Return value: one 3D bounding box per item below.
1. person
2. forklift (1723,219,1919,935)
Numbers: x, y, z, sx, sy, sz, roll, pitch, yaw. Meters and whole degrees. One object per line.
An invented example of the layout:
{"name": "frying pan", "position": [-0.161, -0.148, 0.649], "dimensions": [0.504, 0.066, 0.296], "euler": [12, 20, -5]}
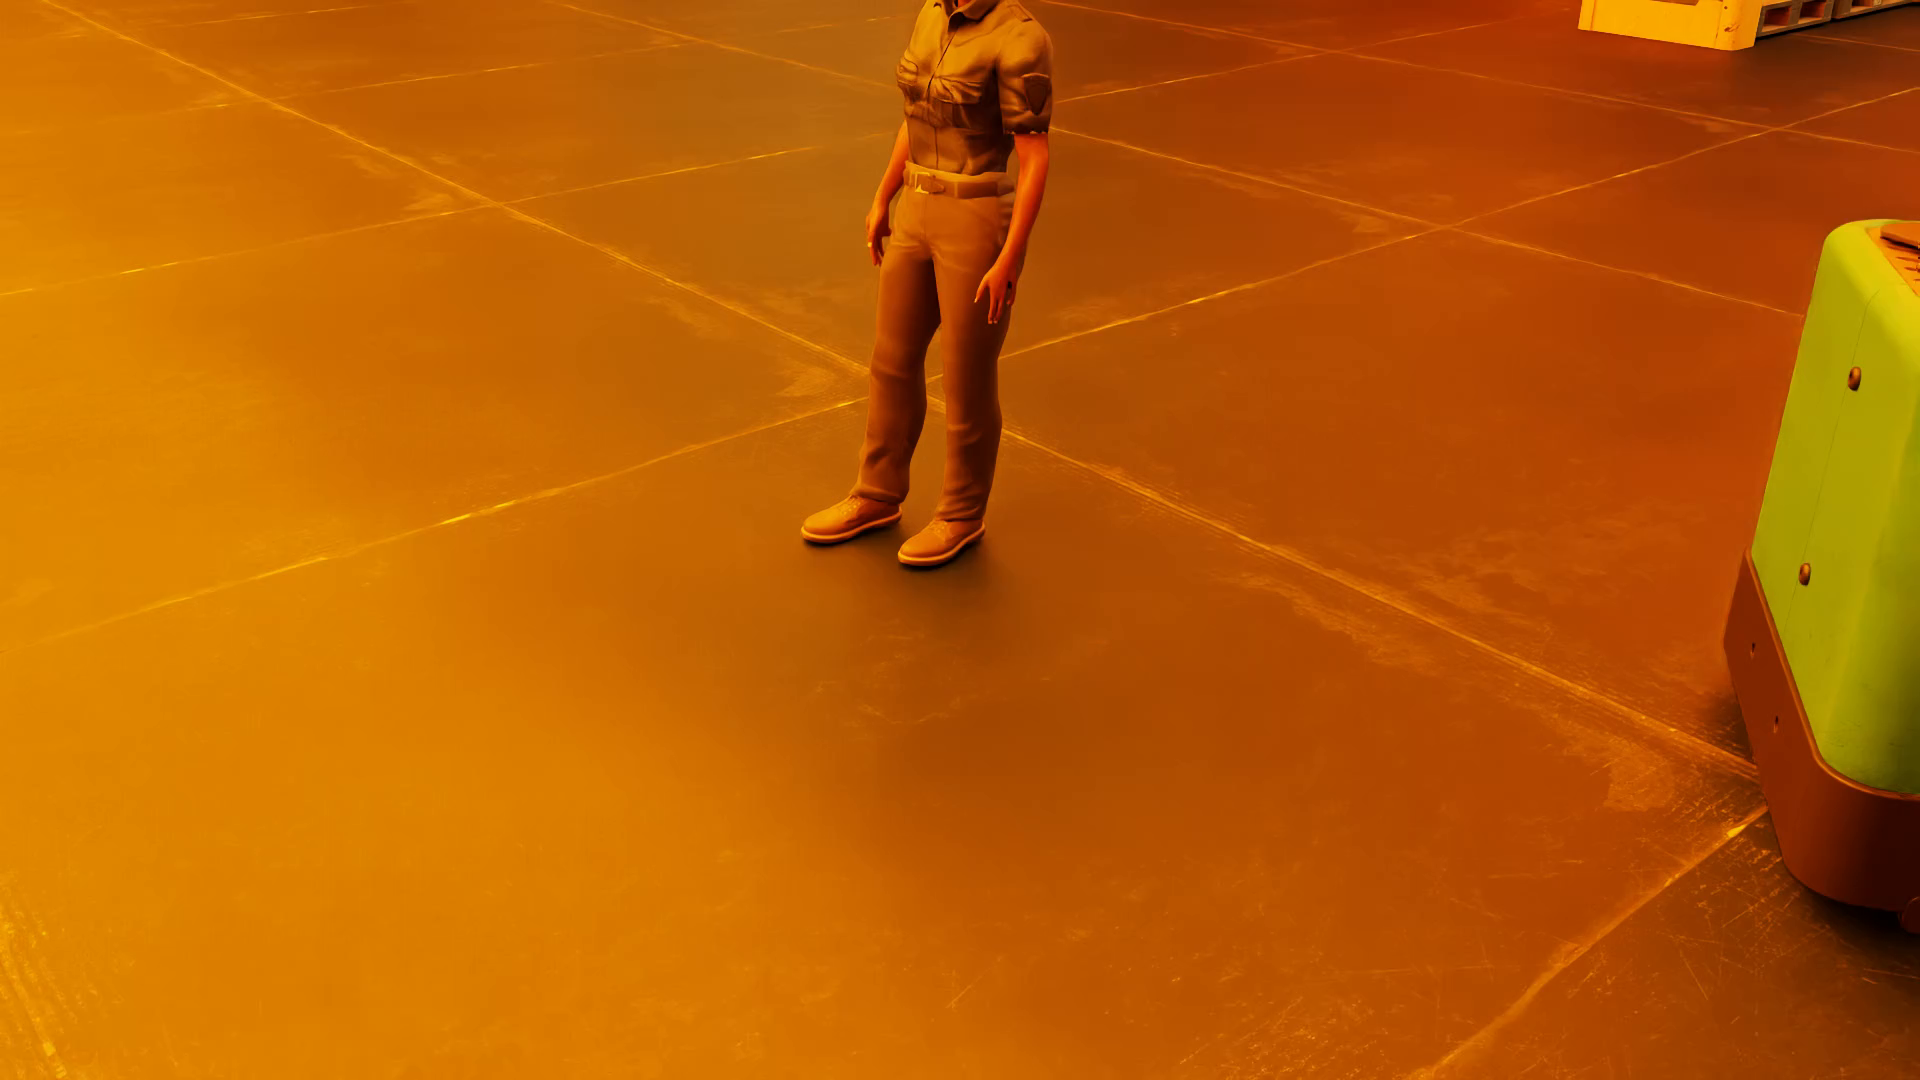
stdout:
{"name": "person", "position": [-0.080, -0.729, 4.094], "dimensions": [0.504, 1.654, 0.569], "euler": [-20, 33, -35]}
{"name": "forklift", "position": [3.119, -0.649, 2.510], "dimensions": [3.031, 2.935, 1.130], "euler": [7, 27, 13]}
